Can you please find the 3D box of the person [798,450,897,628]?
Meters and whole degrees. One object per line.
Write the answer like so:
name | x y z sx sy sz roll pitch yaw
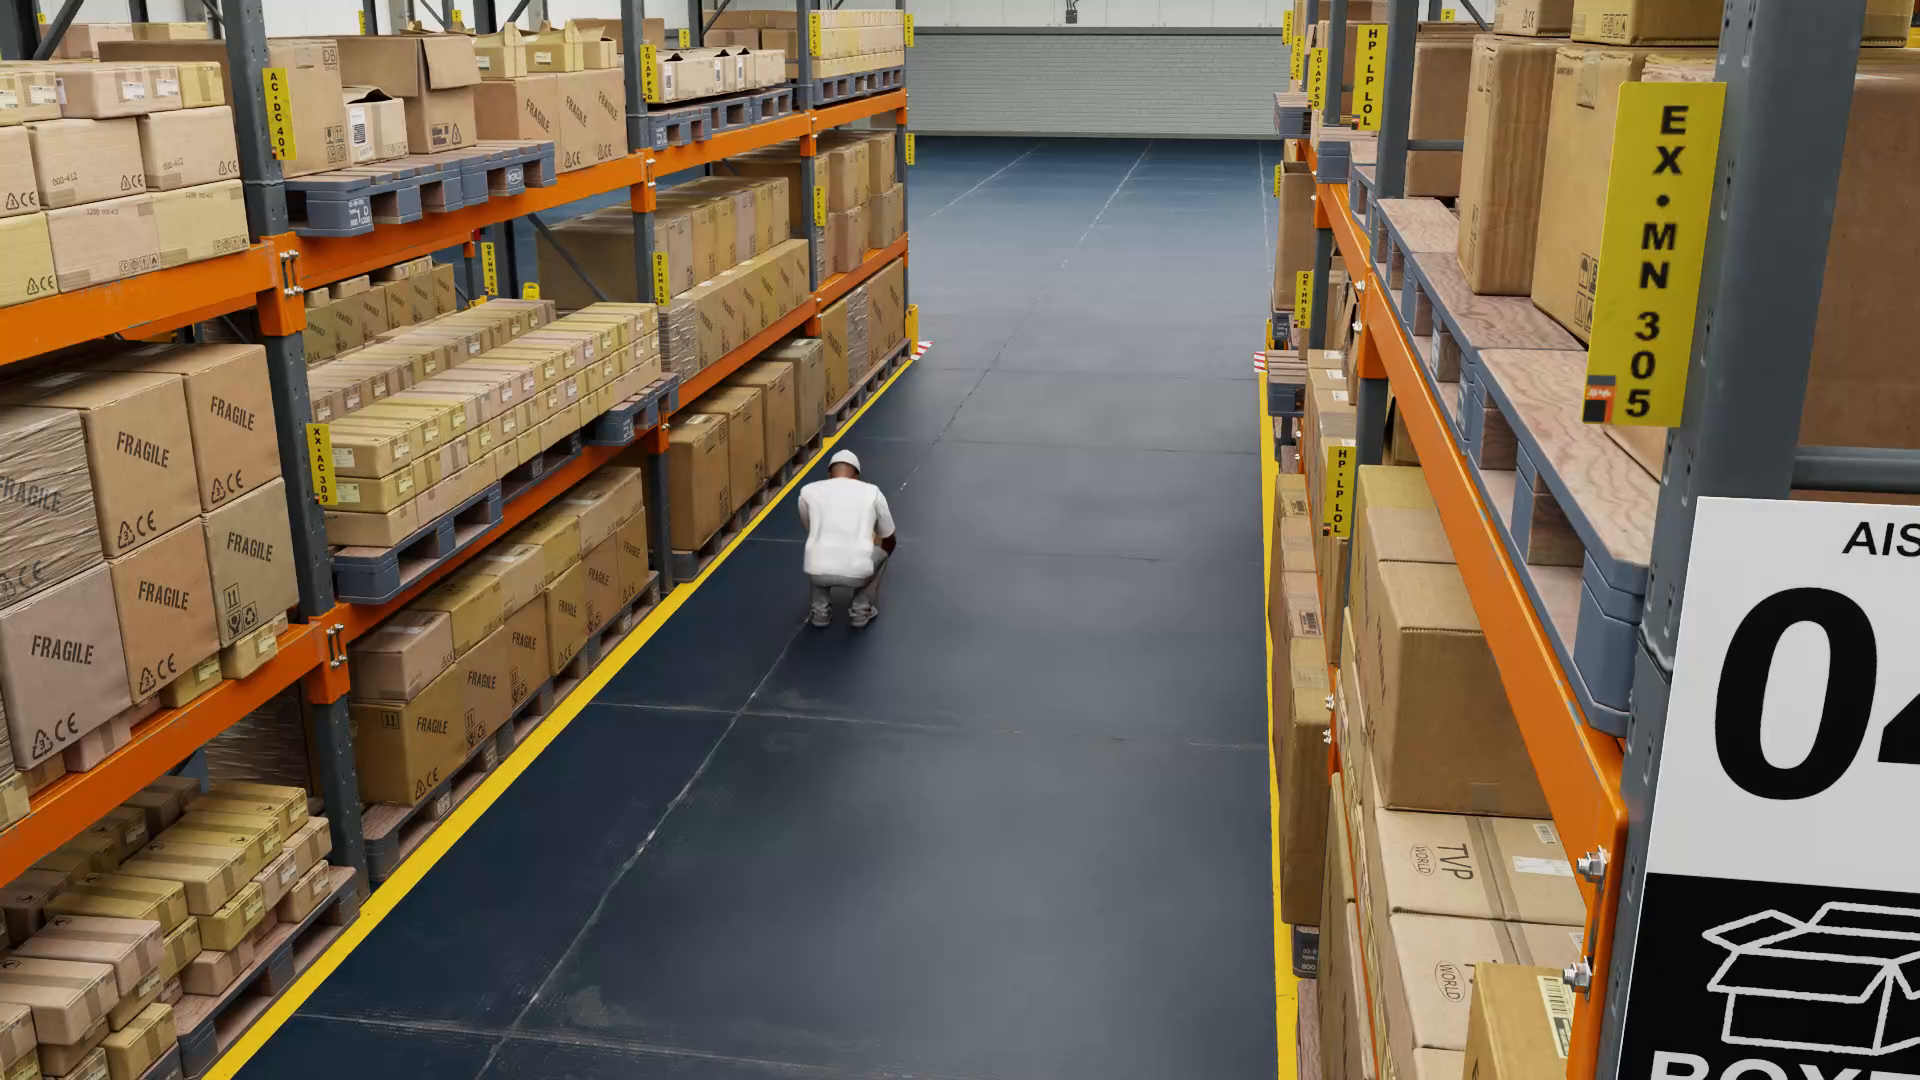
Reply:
person | -0.720 -0.006 10.300 0.595 1.003 0.856 3 18 9
